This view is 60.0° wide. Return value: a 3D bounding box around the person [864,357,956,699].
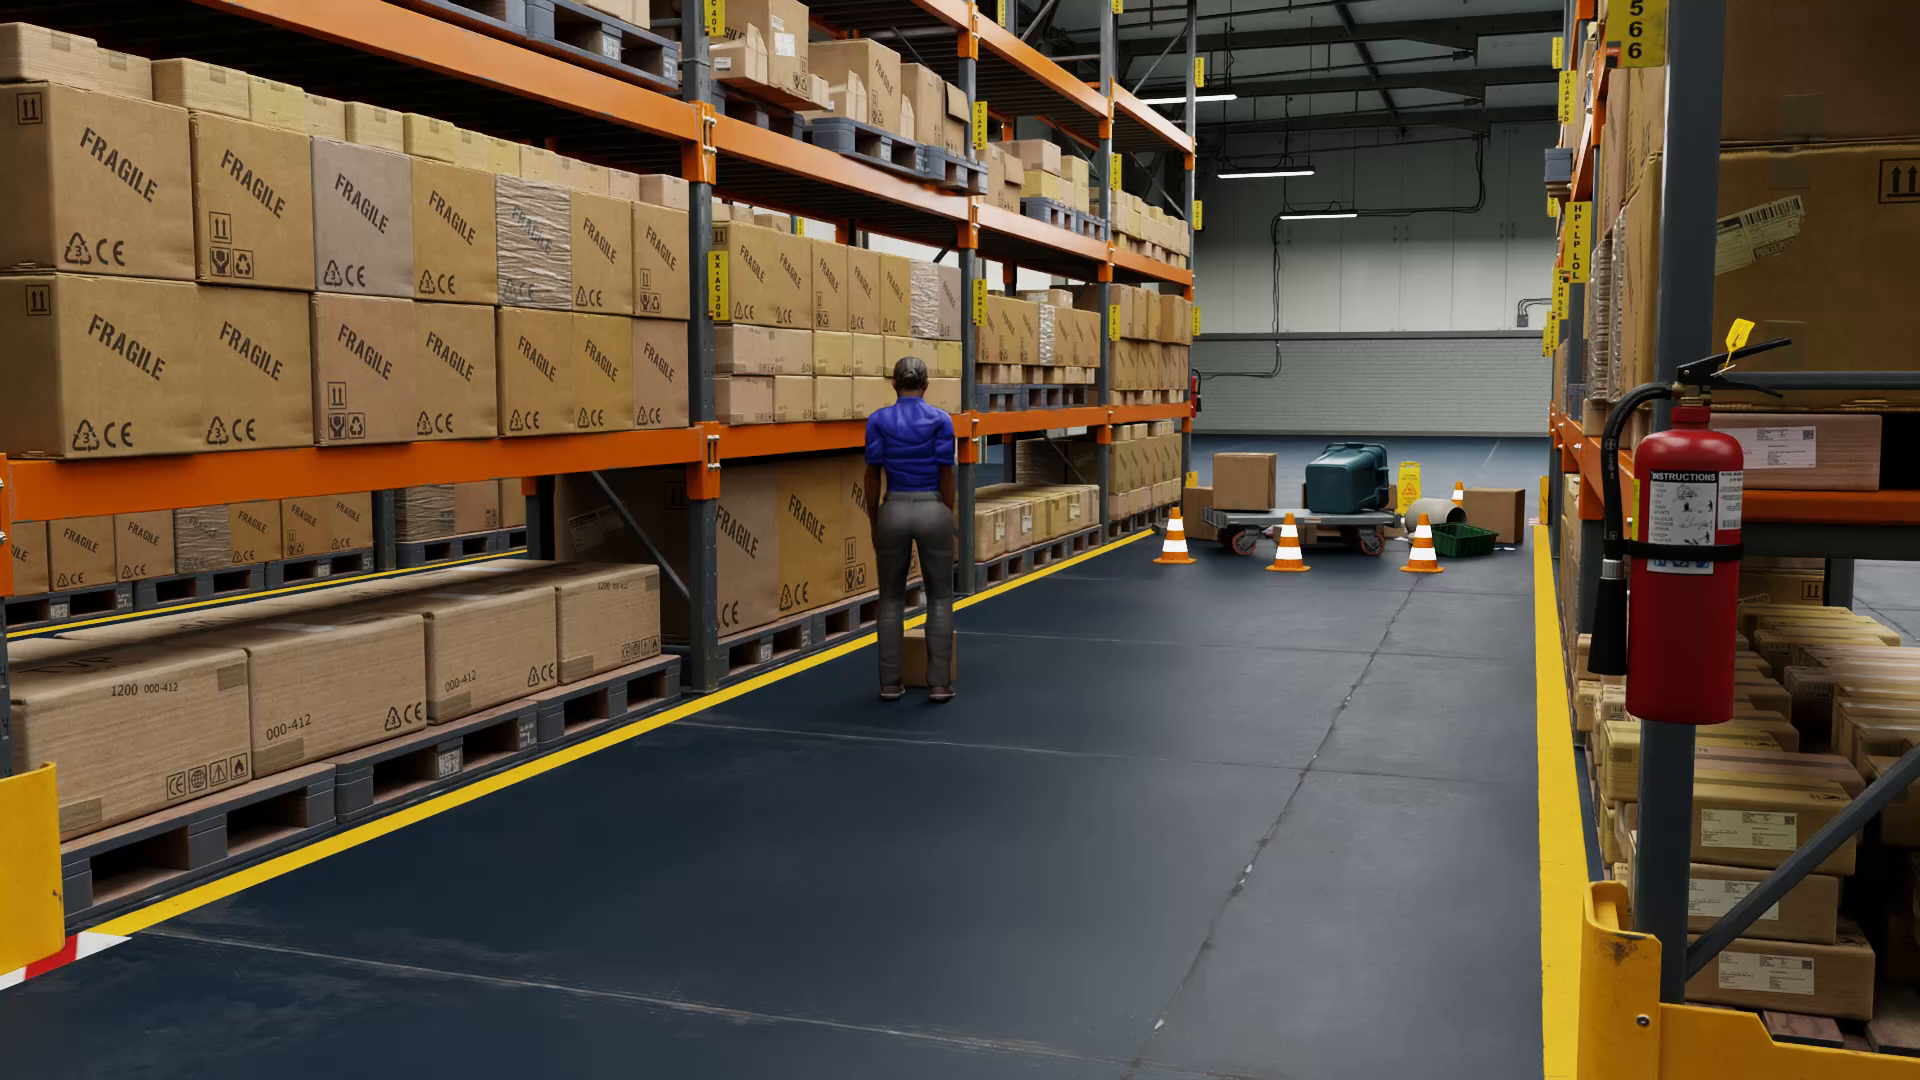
[{"bbox_3d":[-0.237,-0.050,7.959,0.443,1.647,0.315,1,5,6],"label":"person"}]
